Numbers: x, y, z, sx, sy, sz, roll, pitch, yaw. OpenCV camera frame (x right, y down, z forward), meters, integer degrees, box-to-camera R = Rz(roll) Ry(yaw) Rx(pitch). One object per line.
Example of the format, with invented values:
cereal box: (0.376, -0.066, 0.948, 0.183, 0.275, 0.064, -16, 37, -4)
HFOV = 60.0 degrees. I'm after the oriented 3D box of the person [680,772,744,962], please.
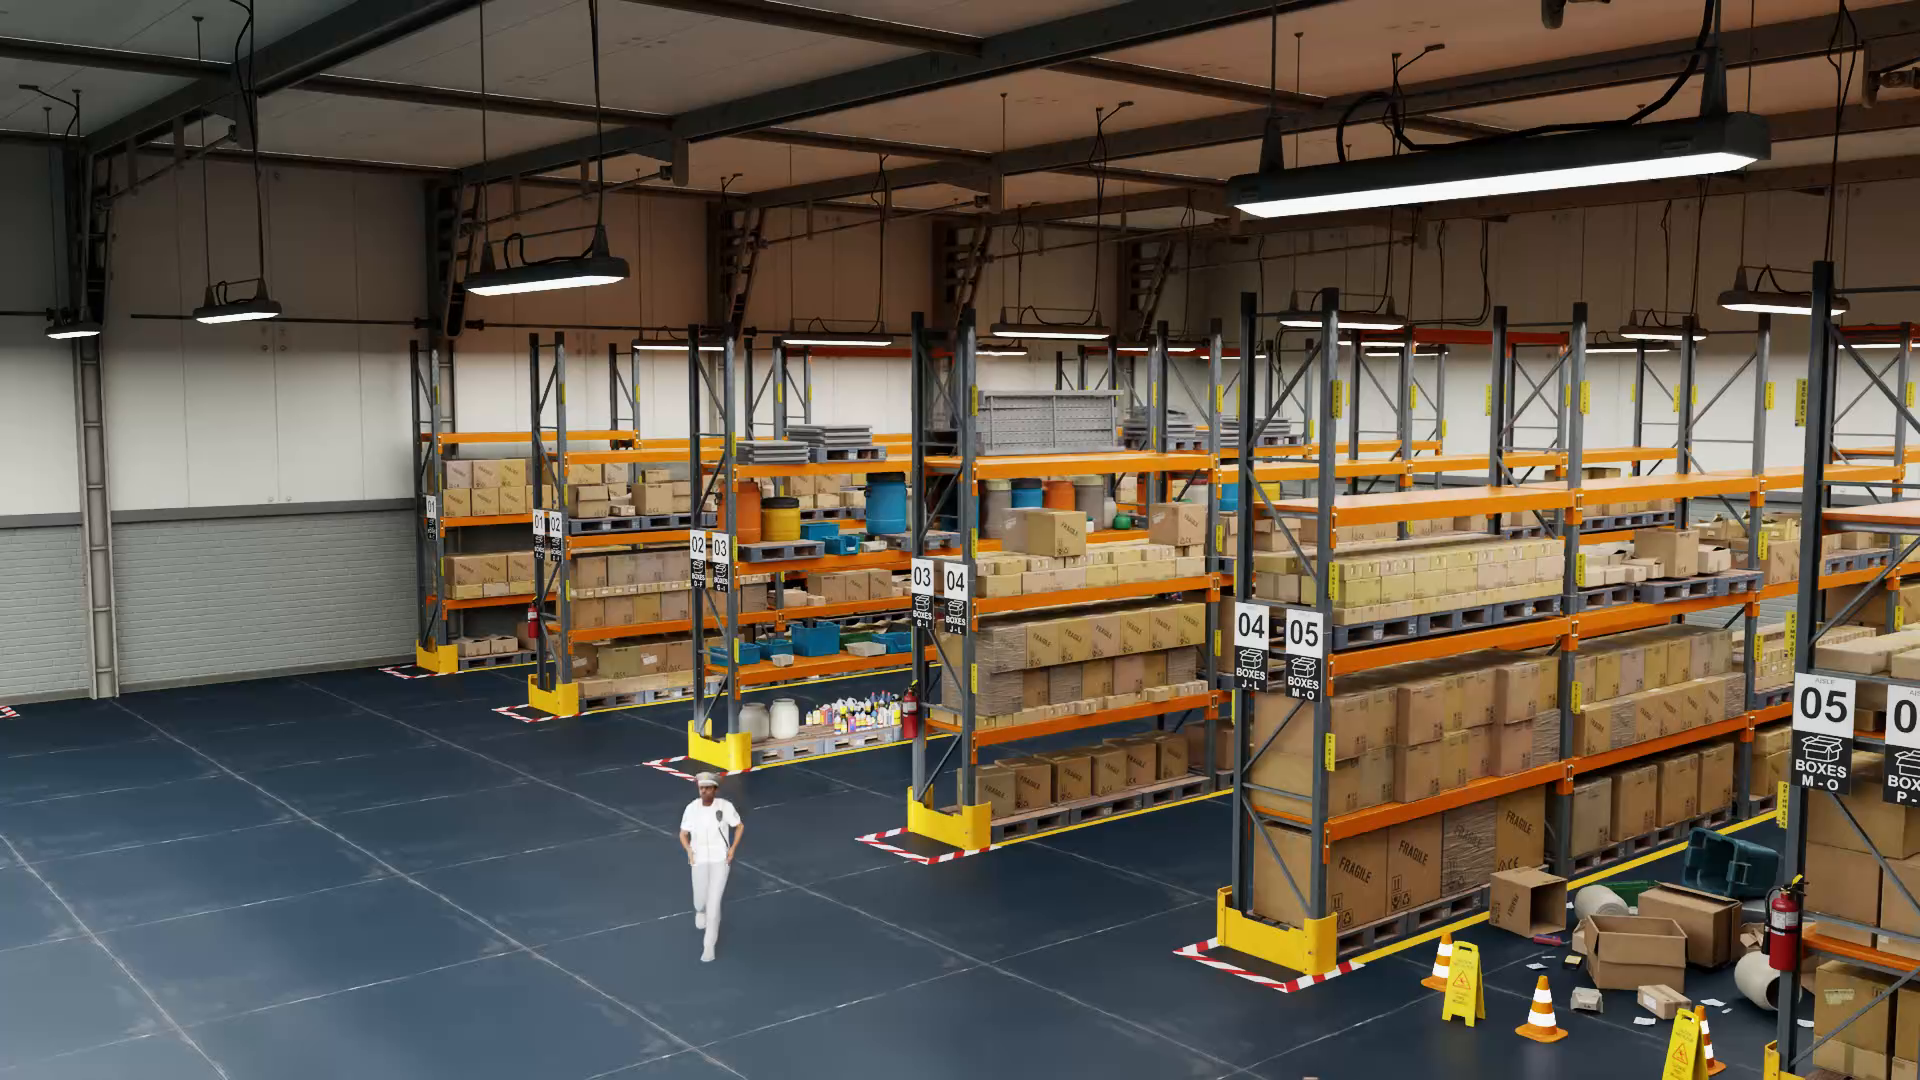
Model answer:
person: (-2.273, 2.936, 15.267, 0.586, 1.693, 0.769, 0, 5, 0)
